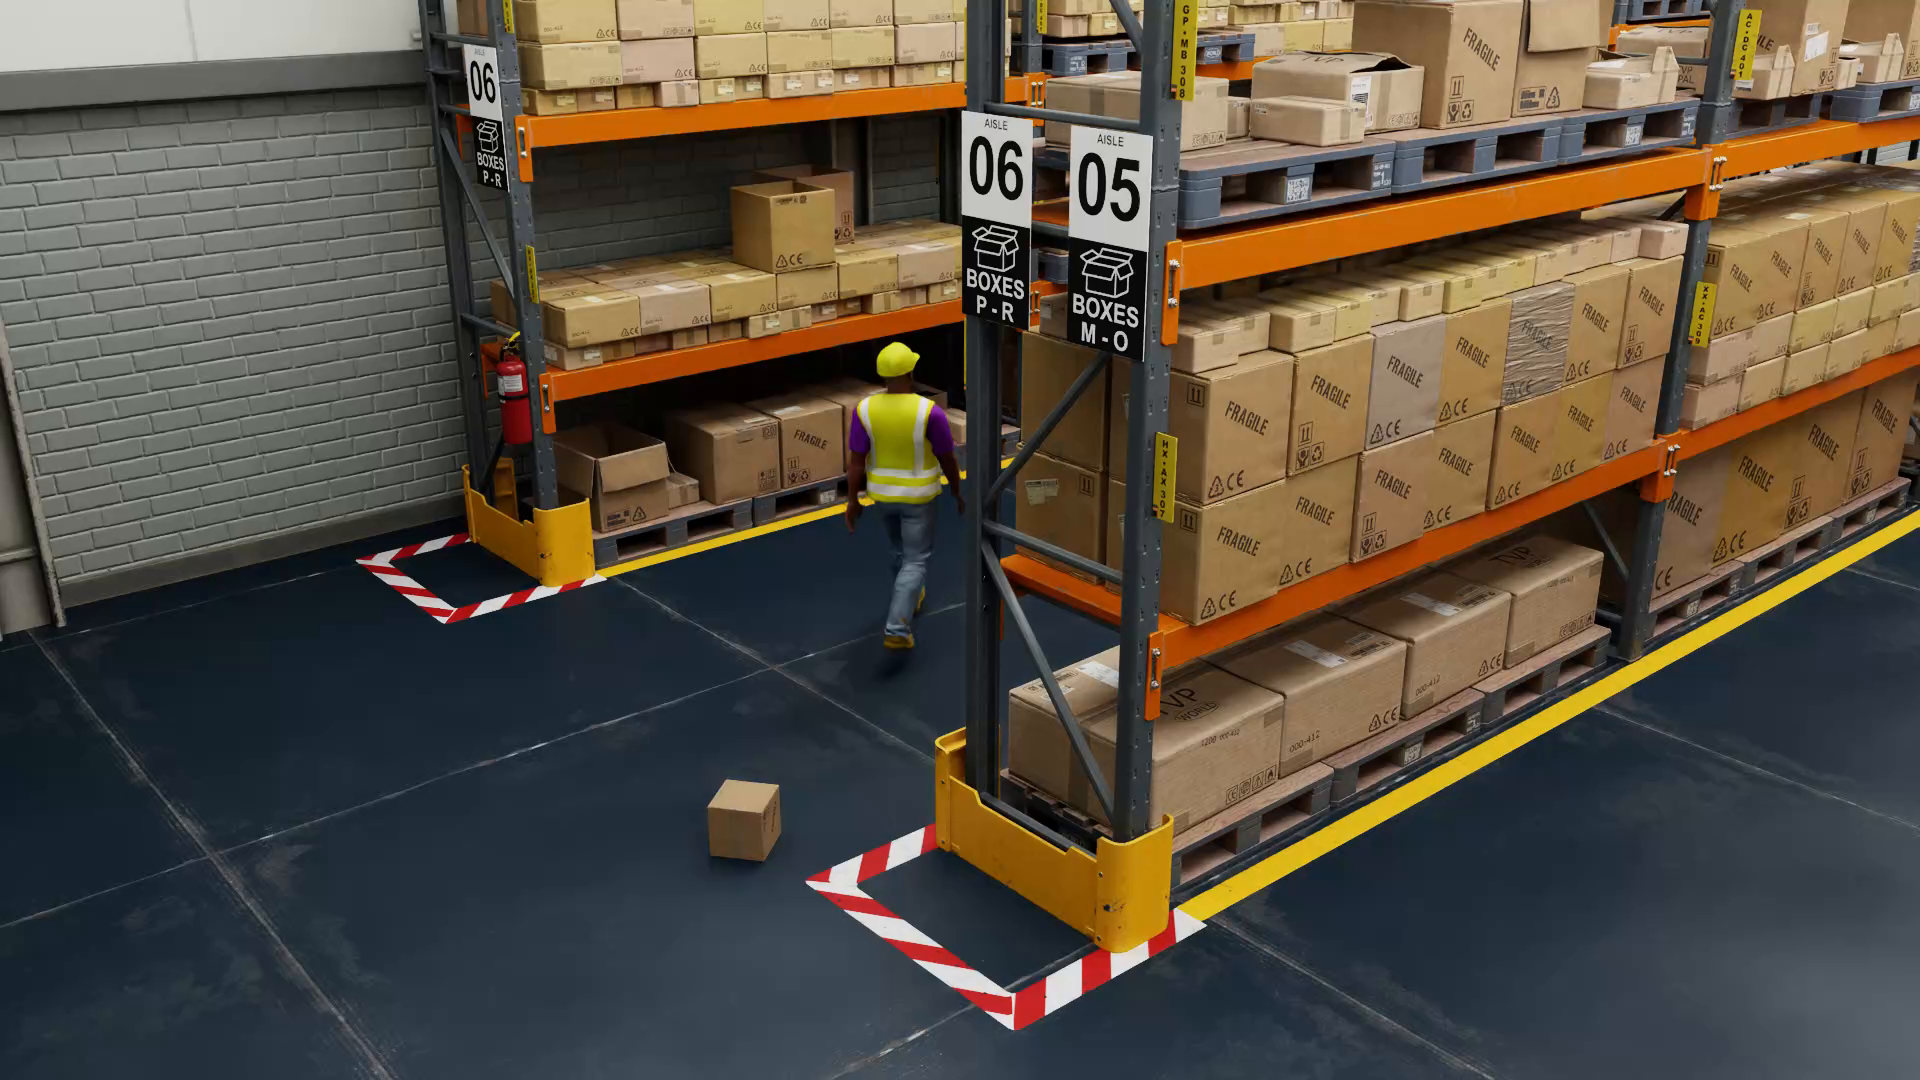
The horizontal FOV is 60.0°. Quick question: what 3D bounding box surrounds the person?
[{"bbox_3d":[-0.301,-0.269,9.272,0.602,1.722,1.054,7,22,18],"label":"person"}]
